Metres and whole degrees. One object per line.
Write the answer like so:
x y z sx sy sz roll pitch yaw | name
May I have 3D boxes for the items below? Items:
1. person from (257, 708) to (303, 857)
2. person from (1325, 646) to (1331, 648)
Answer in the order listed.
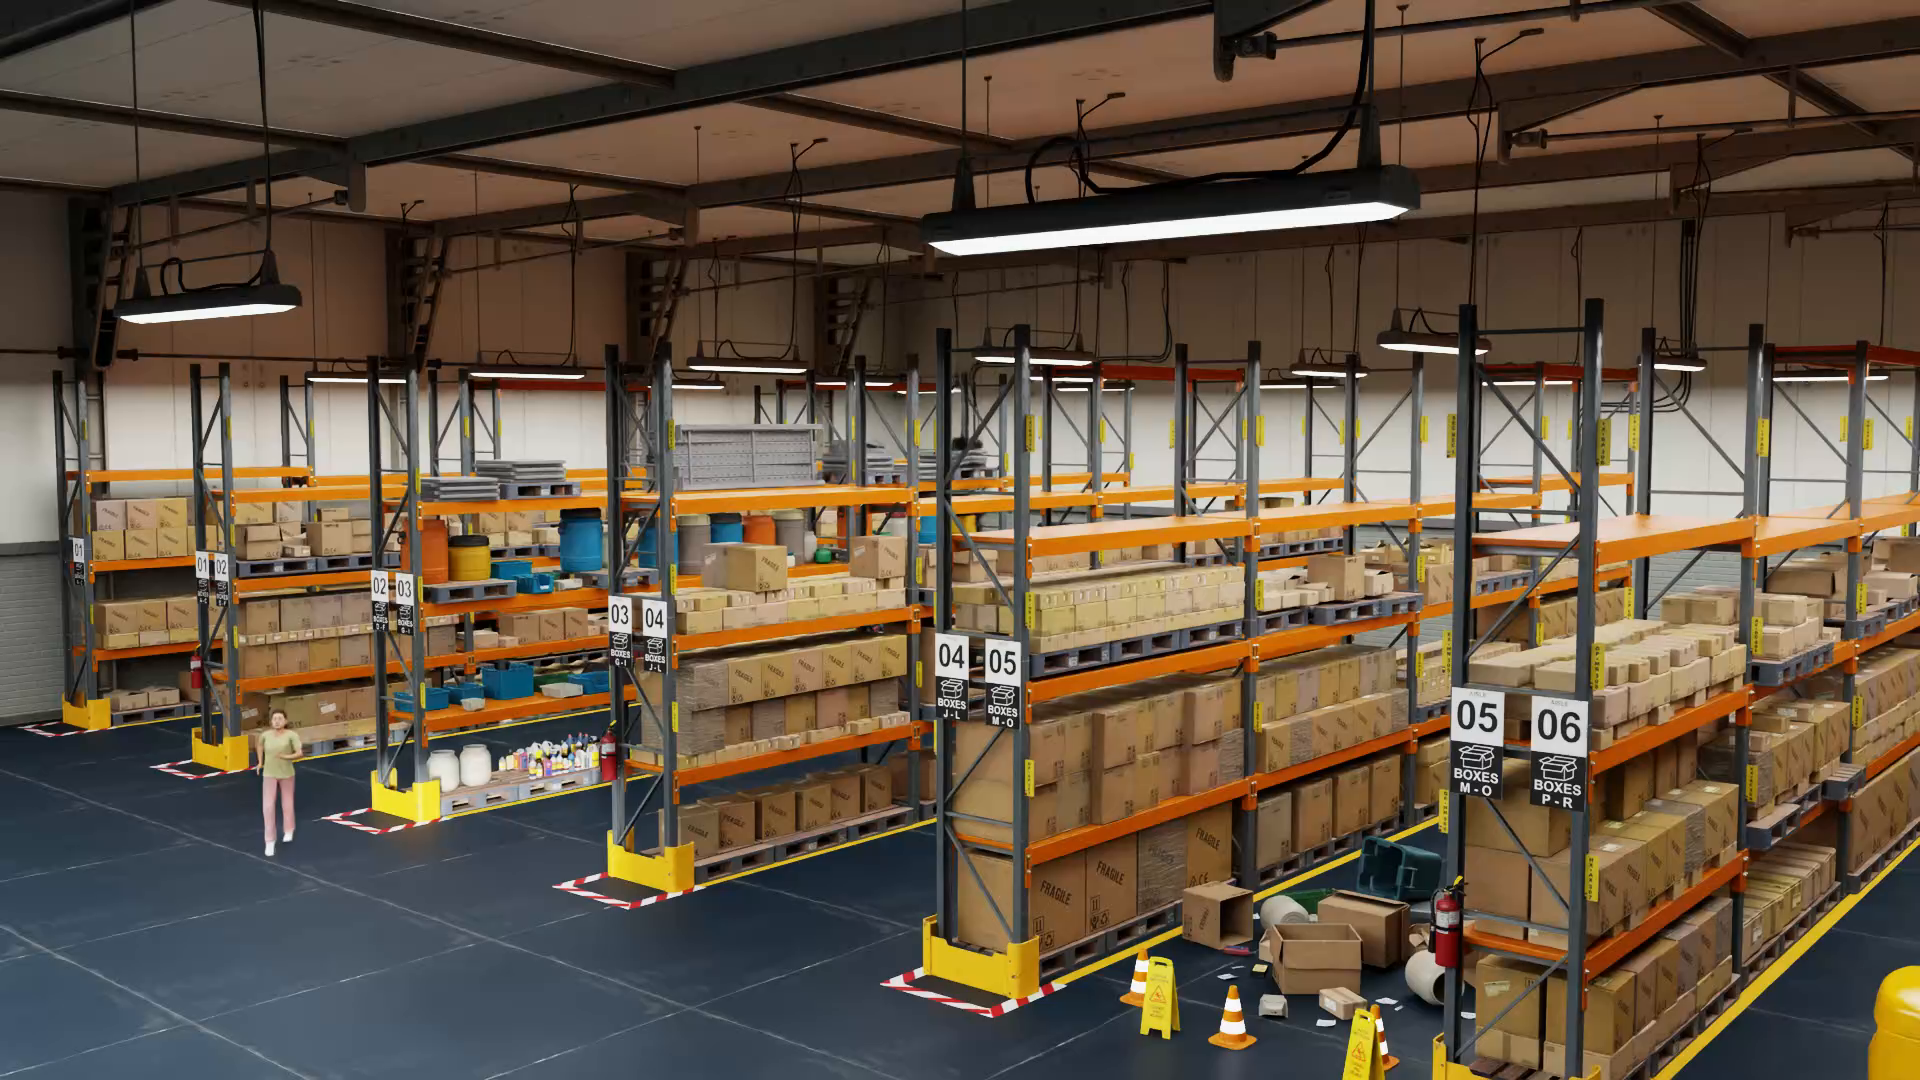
-8.177 2.878 20.002 0.548 1.710 0.730 -1 4 -15 | person
5.614 2.488 25.381 0.702 1.759 1.011 3 5 38 | person
